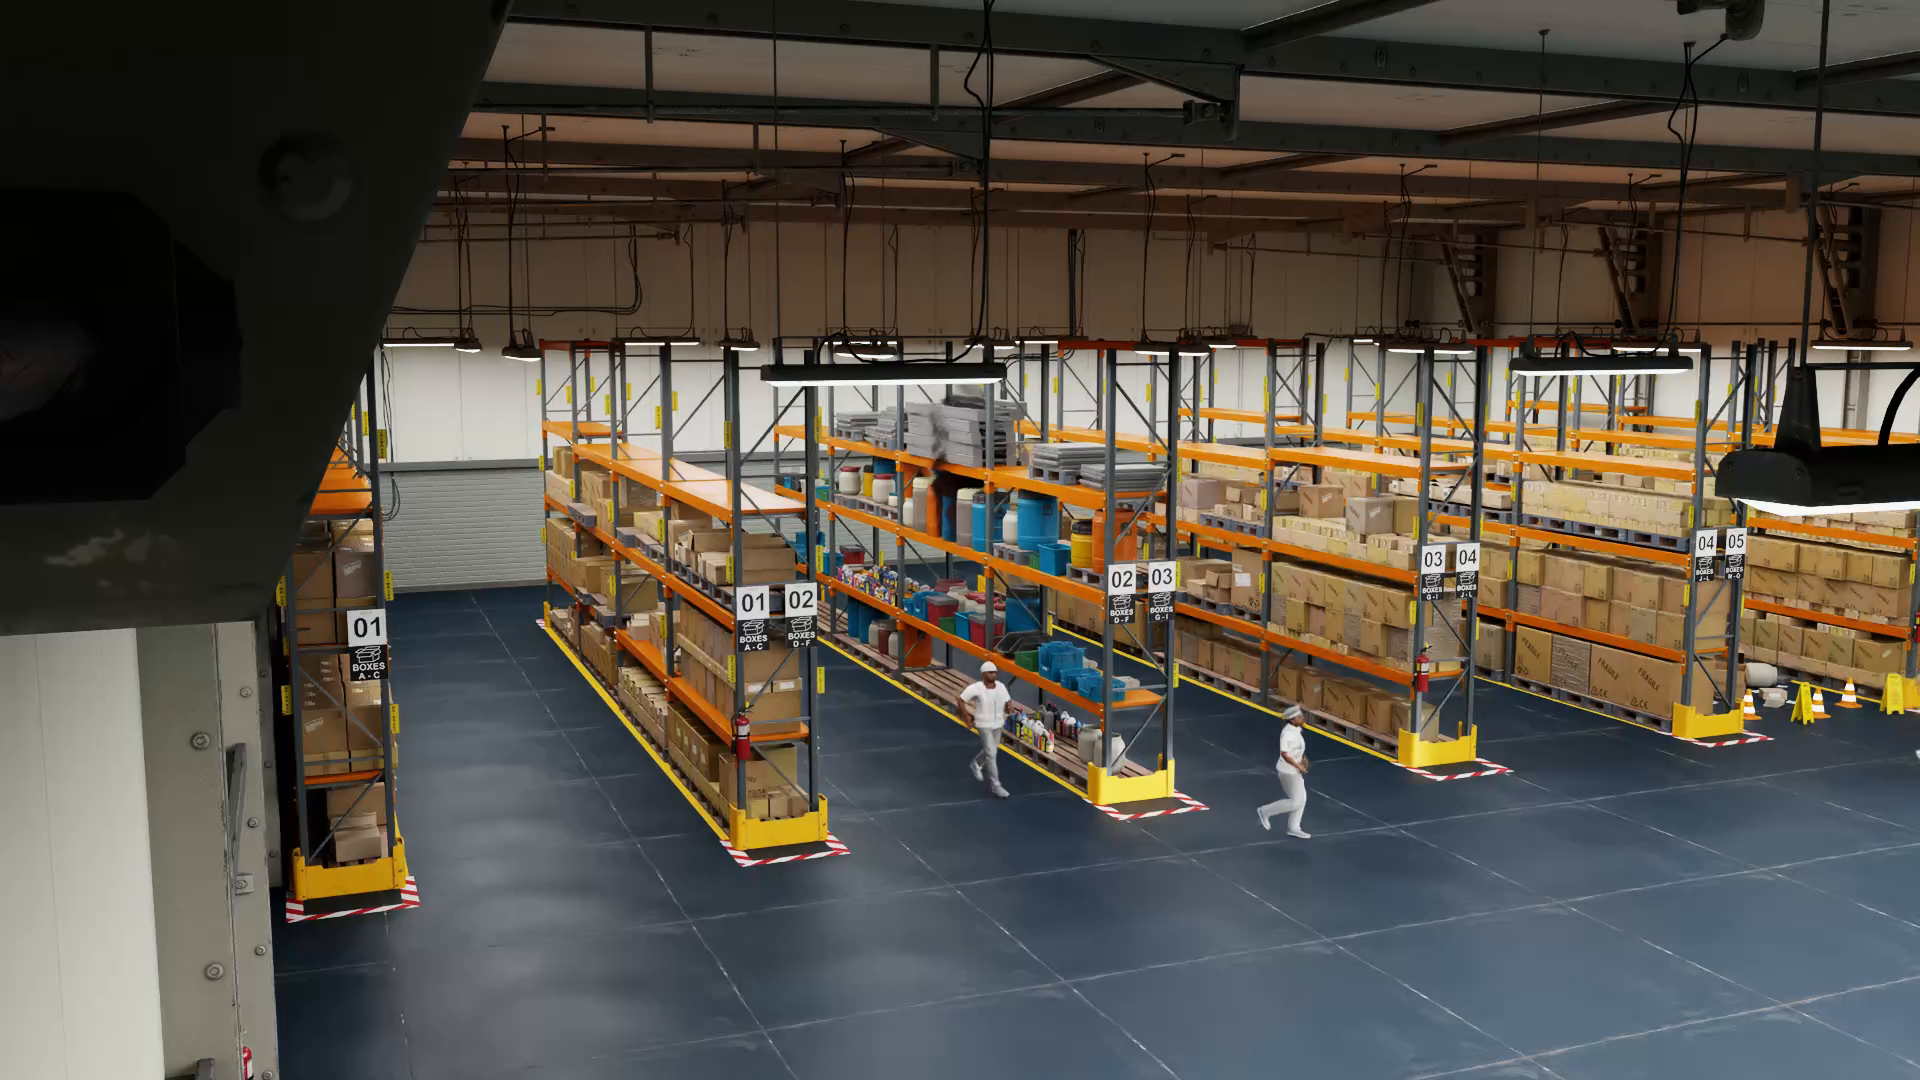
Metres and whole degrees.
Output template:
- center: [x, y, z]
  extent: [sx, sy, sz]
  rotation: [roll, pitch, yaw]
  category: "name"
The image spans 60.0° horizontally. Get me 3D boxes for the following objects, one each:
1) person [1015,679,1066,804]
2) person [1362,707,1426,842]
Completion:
- center: [1.046, 2.629, 21.707]
  extent: [0.720, 1.669, 0.531]
  rotation: [-6, 10, -39]
  category: "person"
- center: [5.325, 2.877, 20.374]
  extent: [0.734, 1.728, 0.581]
  rotation: [2, 8, 16]
  category: "person"
